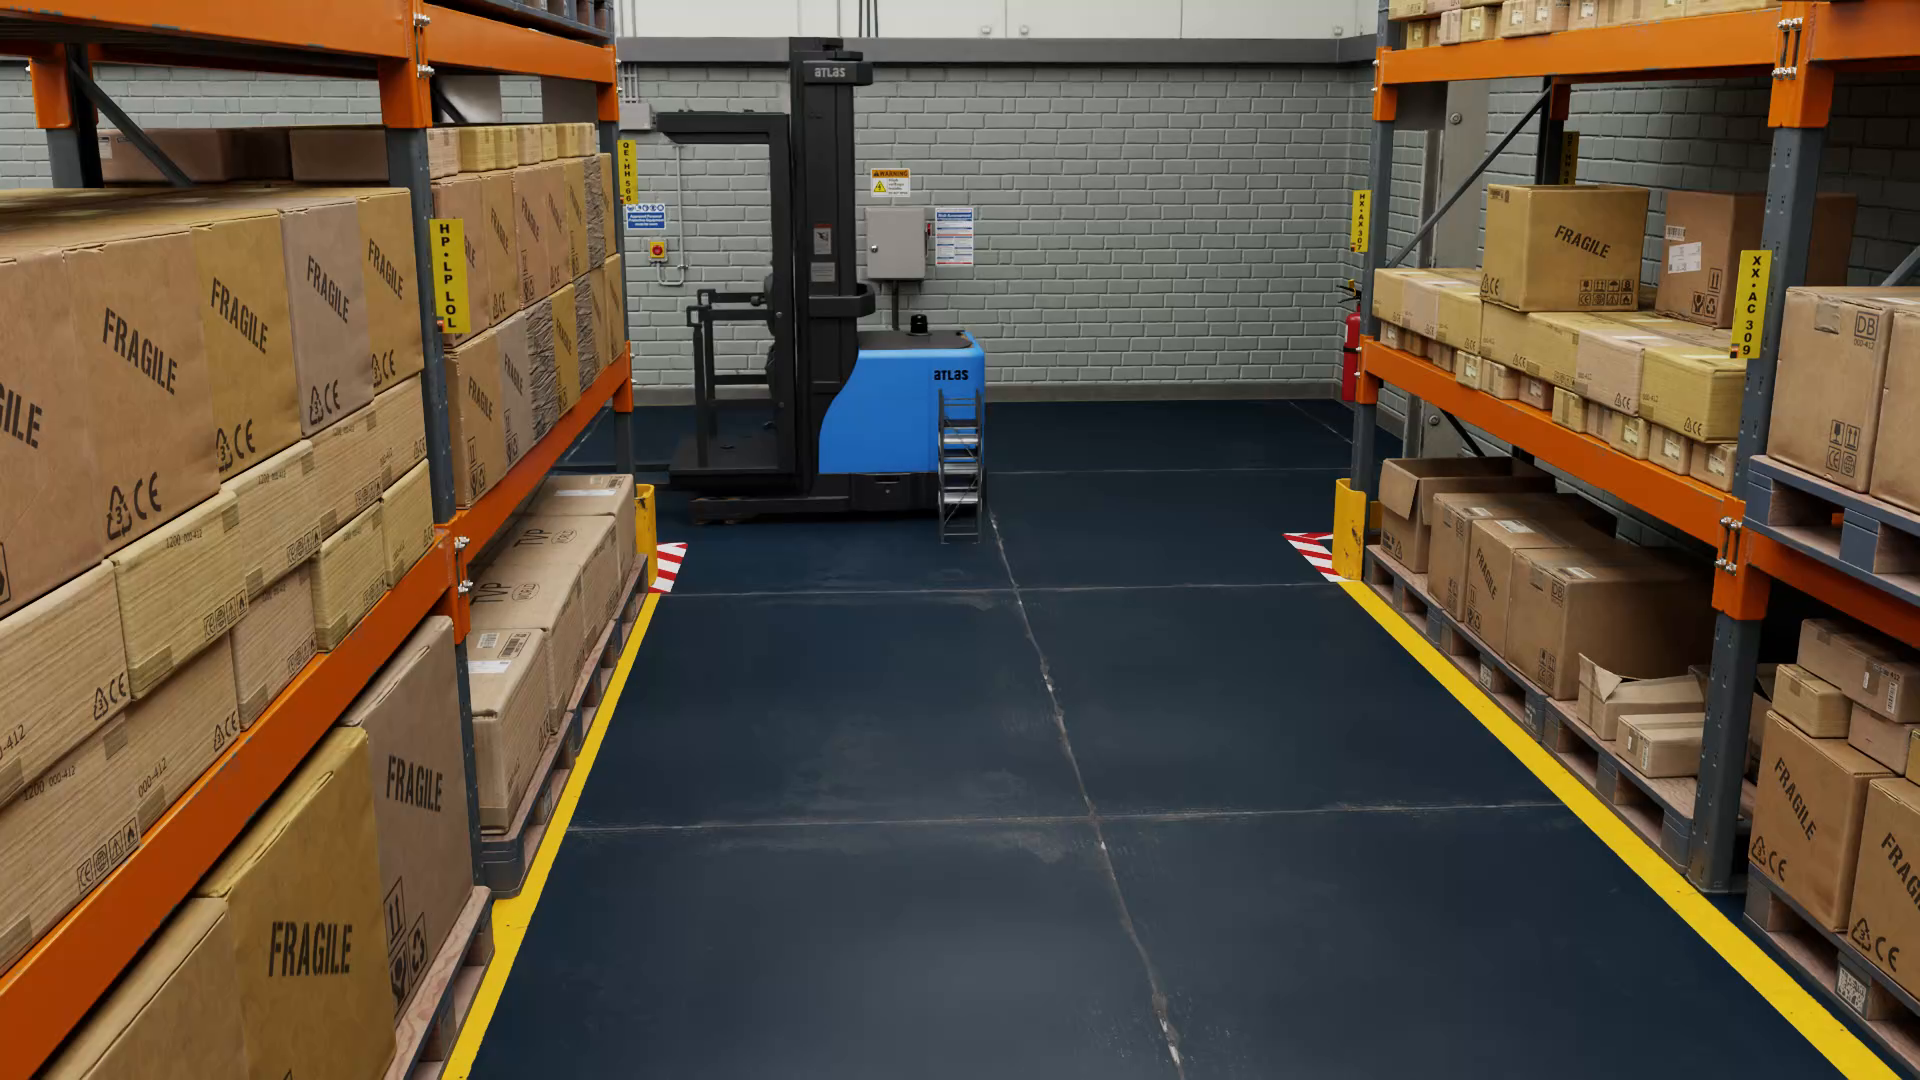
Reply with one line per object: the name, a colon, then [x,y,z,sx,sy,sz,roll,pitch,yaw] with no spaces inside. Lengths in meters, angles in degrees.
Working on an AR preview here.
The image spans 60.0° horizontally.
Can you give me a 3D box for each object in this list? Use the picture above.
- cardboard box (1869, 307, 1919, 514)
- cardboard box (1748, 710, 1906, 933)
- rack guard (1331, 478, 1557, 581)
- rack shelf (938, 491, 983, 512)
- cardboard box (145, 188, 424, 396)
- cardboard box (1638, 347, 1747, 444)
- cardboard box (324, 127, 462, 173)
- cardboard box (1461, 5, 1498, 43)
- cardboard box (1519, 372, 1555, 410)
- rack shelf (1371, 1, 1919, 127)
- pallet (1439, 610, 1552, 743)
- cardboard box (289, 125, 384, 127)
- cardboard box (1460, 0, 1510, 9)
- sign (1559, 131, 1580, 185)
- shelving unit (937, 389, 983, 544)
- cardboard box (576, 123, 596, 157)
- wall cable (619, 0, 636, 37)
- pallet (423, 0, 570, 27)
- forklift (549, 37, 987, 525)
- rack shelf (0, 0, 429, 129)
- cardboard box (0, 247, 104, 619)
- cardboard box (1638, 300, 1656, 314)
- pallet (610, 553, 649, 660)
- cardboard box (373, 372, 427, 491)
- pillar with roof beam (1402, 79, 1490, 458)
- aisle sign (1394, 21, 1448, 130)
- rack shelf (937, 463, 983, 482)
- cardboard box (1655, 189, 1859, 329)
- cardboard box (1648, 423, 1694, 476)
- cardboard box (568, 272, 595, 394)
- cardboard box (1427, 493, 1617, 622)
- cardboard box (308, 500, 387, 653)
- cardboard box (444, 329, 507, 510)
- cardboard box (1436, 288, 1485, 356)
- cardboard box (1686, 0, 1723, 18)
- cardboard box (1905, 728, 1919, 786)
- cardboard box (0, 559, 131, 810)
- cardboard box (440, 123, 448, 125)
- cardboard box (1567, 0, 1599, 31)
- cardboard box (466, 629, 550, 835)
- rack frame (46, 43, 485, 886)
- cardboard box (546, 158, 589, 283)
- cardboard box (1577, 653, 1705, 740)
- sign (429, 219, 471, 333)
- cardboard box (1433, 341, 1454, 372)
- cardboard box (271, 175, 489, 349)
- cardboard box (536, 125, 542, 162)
cardboard box: [2.779,-0.303,4.141,0.700,0.500,0.500,-1,14,-3]
cardboard box: [2.745,0.827,4.965,0.500,0.500,0.500,0,14,-1]
rack guard: [2.697,-0.069,9.292,1.175,0.500,0.348,-1,14,-3]
rack shelf: [-0.001,-0.231,9.975,0.258,0.077,0.200,-1,14,-3]
cardboard box: [-1.736,-0.652,4.332,0.500,0.500,0.500,0,14,-2]
cardboard box: [2.665,-0.498,5.647,0.500,0.250,0.500,-1,14,-2]
cardboard box: [-1.864,-1.282,5.480,0.380,0.149,0.250,-1,14,-4]
cardboard box: [2.457,-2.289,7.389,0.380,0.149,0.250,-1,14,-4]
cardboard box: [2.590,-0.642,7.004,0.380,0.149,0.250,-1,14,-4]
rack shelf: [2.816,-1.905,6.836,1.077,0.370,4.000,-1,14,-3]
pallet: [2.820,0.572,7.381,1.003,0.211,1.213,-1,14,-3]
cardboard box: [-2.397,-1.525,6.423,0.380,0.149,0.250,-1,14,-3]
cardboard box: [2.518,-2.455,7.231,0.500,0.250,0.500,-1,14,-5]
sign: [3.247,-2.016,8.884,0.100,0.325,0.005,-1,14,-3]
shelving unit: [-0.001,-0.438,9.922,0.258,0.900,0.210,-1,14,-3]
cardboard box: [-1.900,-1.856,7.711,0.380,0.149,0.250,-1,14,-4]
wall cable: [-2.896,-5.537,13.486,0.463,3.000,0.029,-1,14,-3]
pallet: [-2.127,-2.142,6.491,1.003,0.211,1.213,-1,14,-3]
forklift: [-1.376,-1.653,10.567,3.031,2.935,1.130,-1,14,-5]
rack shelf: [-1.890,-0.833,2.669,1.077,0.370,4.000,-1,14,-3]
cardboard box: [-1.610,-0.143,2.354,0.500,0.500,0.500,0,14,-2]
cardboard box: [3.074,-0.878,7.124,0.500,0.250,0.500,-1,14,-4]
pallet: [-2.134,0.327,8.332,1.003,0.211,1.213,-1,14,-3]
cardboard box: [-1.744,-0.290,4.431,0.500,0.250,0.500,-1,14,-3]
pillar with roof beam: [-0.872,-4.822,10.708,9.100,9.000,0.400,-1,14,-3]
aisle sign: [2.395,-2.570,8.778,0.394,0.787,0.004,-1,14,-3]
rack shelf: [-0.001,-0.406,9.930,0.258,0.077,0.200,-1,14,-3]
cardboard box: [3.113,-1.113,6.531,0.500,0.500,0.500,-1,14,-5]
cardboard box: [2.630,-0.322,5.762,0.380,0.149,0.250,0,14,-2]
cardboard box: [-1.910,-0.901,7.307,0.500,0.500,0.500,0,14,-2]
cardboard box: [2.649,0.075,7.887,0.700,0.500,0.500,0,14,-1]
cardboard box: [-1.704,0.081,3.994,0.500,0.250,0.500,-1,14,-4]
cardboard box: [-1.782,-0.395,5.343,0.500,0.500,0.500,0,14,-2]
cardboard box: [2.517,-1.002,7.604,0.500,0.250,0.500,-1,14,-4]
cardboard box: [2.611,-1.781,5.412,0.380,0.149,0.250,-1,14,-4]
cardboard box: [2.818,0.614,4.492,0.380,0.149,0.250,-2,15,-6]
cardboard box: [-1.601,0.217,2.463,0.500,0.250,0.500,-1,14,-4]
cardboard box: [-2.493,-1.780,7.414,0.380,0.149,0.250,-1,14,-5]
cardboard box: [2.583,-2.038,6.413,0.380,0.149,0.250,-1,14,-3]
cardboard box: [-1.946,0.653,5.766,0.875,0.438,0.875,-1,14,-4]
rack frame: [-2.014,-0.226,4.886,1.000,3.000,0.127,-1,14,-3]
cardboard box: [-1.905,-1.385,7.182,0.500,0.500,0.500,-1,14,-4]
cardboard box: [2.590,0.594,6.342,0.396,0.266,0.258,0,14,-1]
sign: [-1.473,-0.759,4.793,0.100,0.325,0.005,-1,14,-3]
cardboard box: [2.506,-0.900,8.008,0.380,0.149,0.250,0,14,-2]
cardboard box: [-1.802,-0.881,5.224,0.500,0.500,0.500,-1,14,-3]
cardboard box: [-1.908,-1.600,6.715,0.380,0.149,0.250,0,14,-2]
